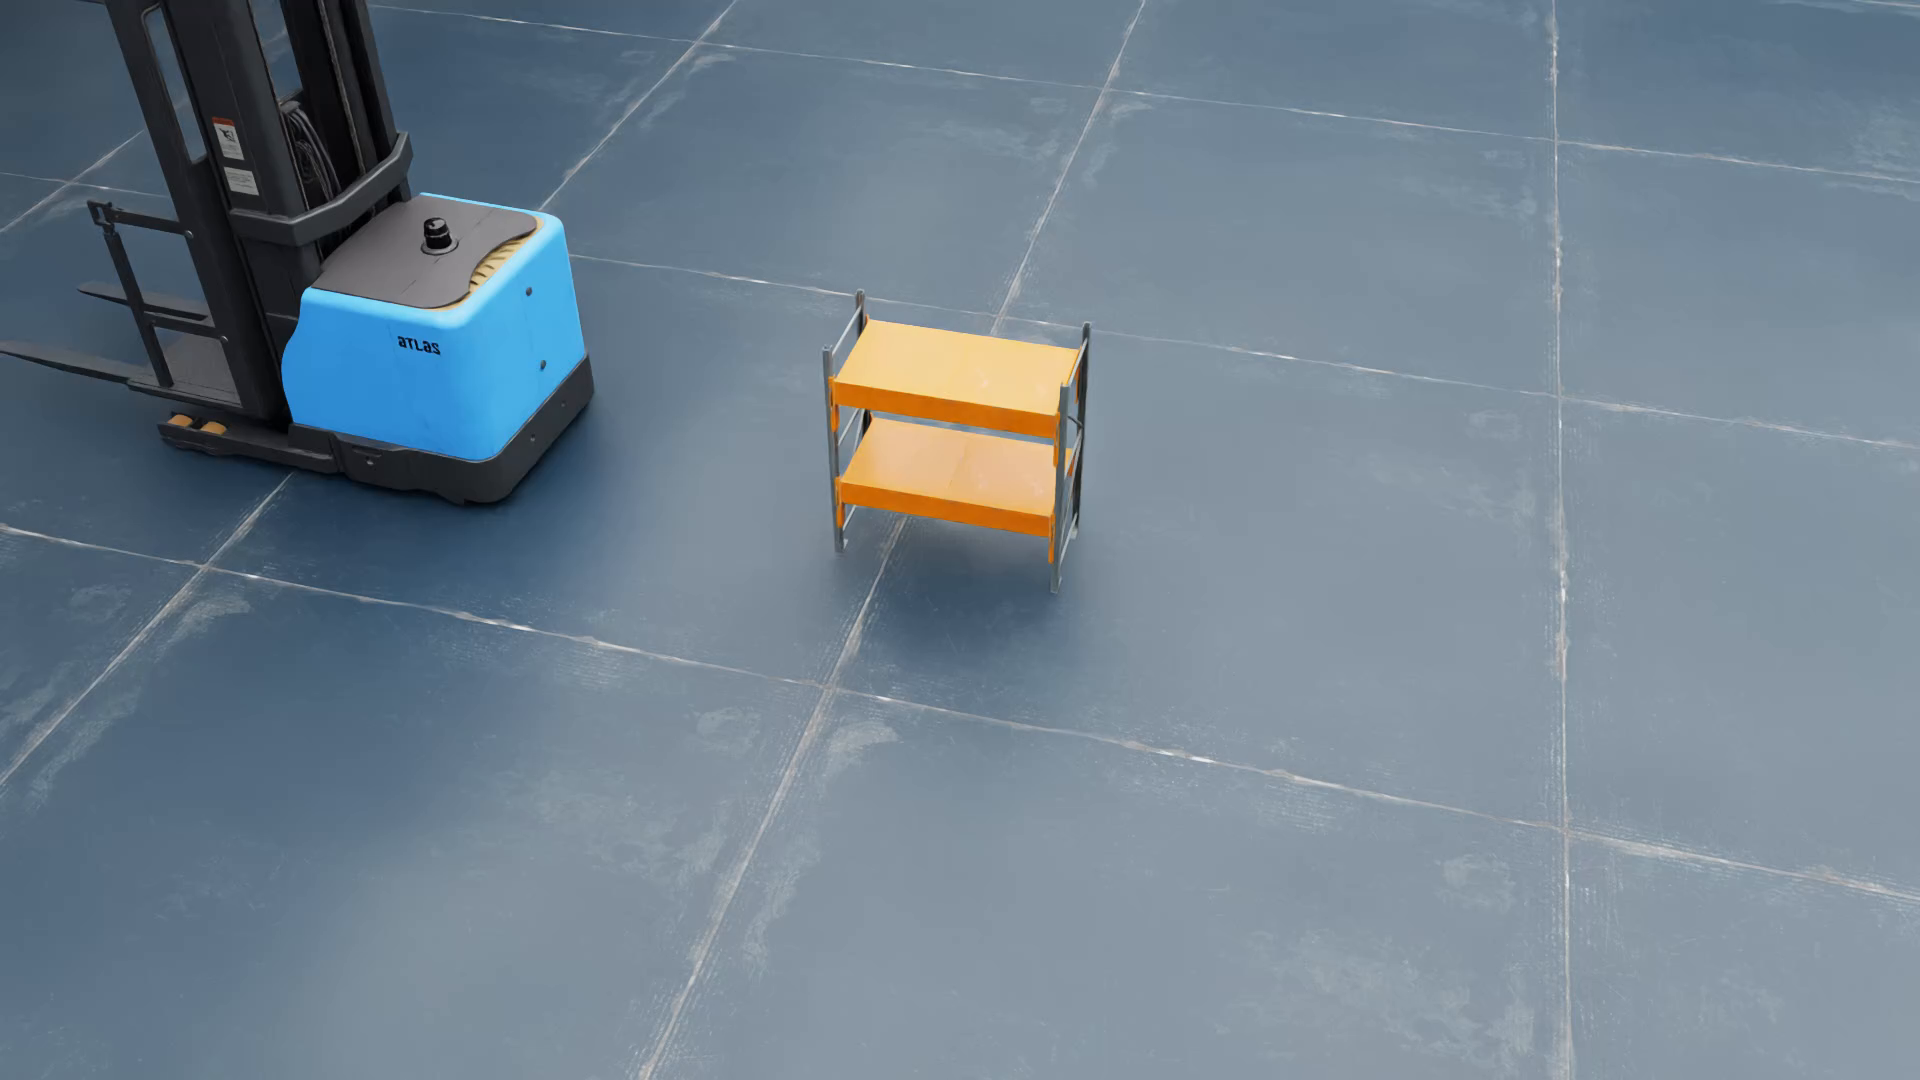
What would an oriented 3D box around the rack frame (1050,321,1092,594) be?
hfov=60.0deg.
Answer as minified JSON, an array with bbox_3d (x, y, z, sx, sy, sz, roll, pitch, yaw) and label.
[{"bbox_3d":[0.485,-0.347,7.289,0.032,1.125,0.500,10,41,11],"label":"rack frame"}]

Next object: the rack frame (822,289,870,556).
[{"bbox_3d":[-0.498,-0.516,7.490,0.032,1.125,0.500,10,41,11],"label":"rack frame"}]

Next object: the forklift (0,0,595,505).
[{"bbox_3d":[-3.450,-1.849,7.673,3.031,2.935,1.130,12,41,14],"label":"forklift"}]

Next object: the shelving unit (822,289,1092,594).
[{"bbox_3d":[-0.007,-0.432,7.390,1.048,1.125,0.538,10,41,11],"label":"shelving unit"}]

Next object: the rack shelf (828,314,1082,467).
[{"bbox_3d":[-0.007,-0.656,7.201,1.000,0.278,0.538,10,41,11],"label":"rack shelf"}]

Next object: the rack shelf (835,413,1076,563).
[{"bbox_3d":[-0.007,-0.245,7.547,1.000,0.278,0.538,10,41,11],"label":"rack shelf"}]
